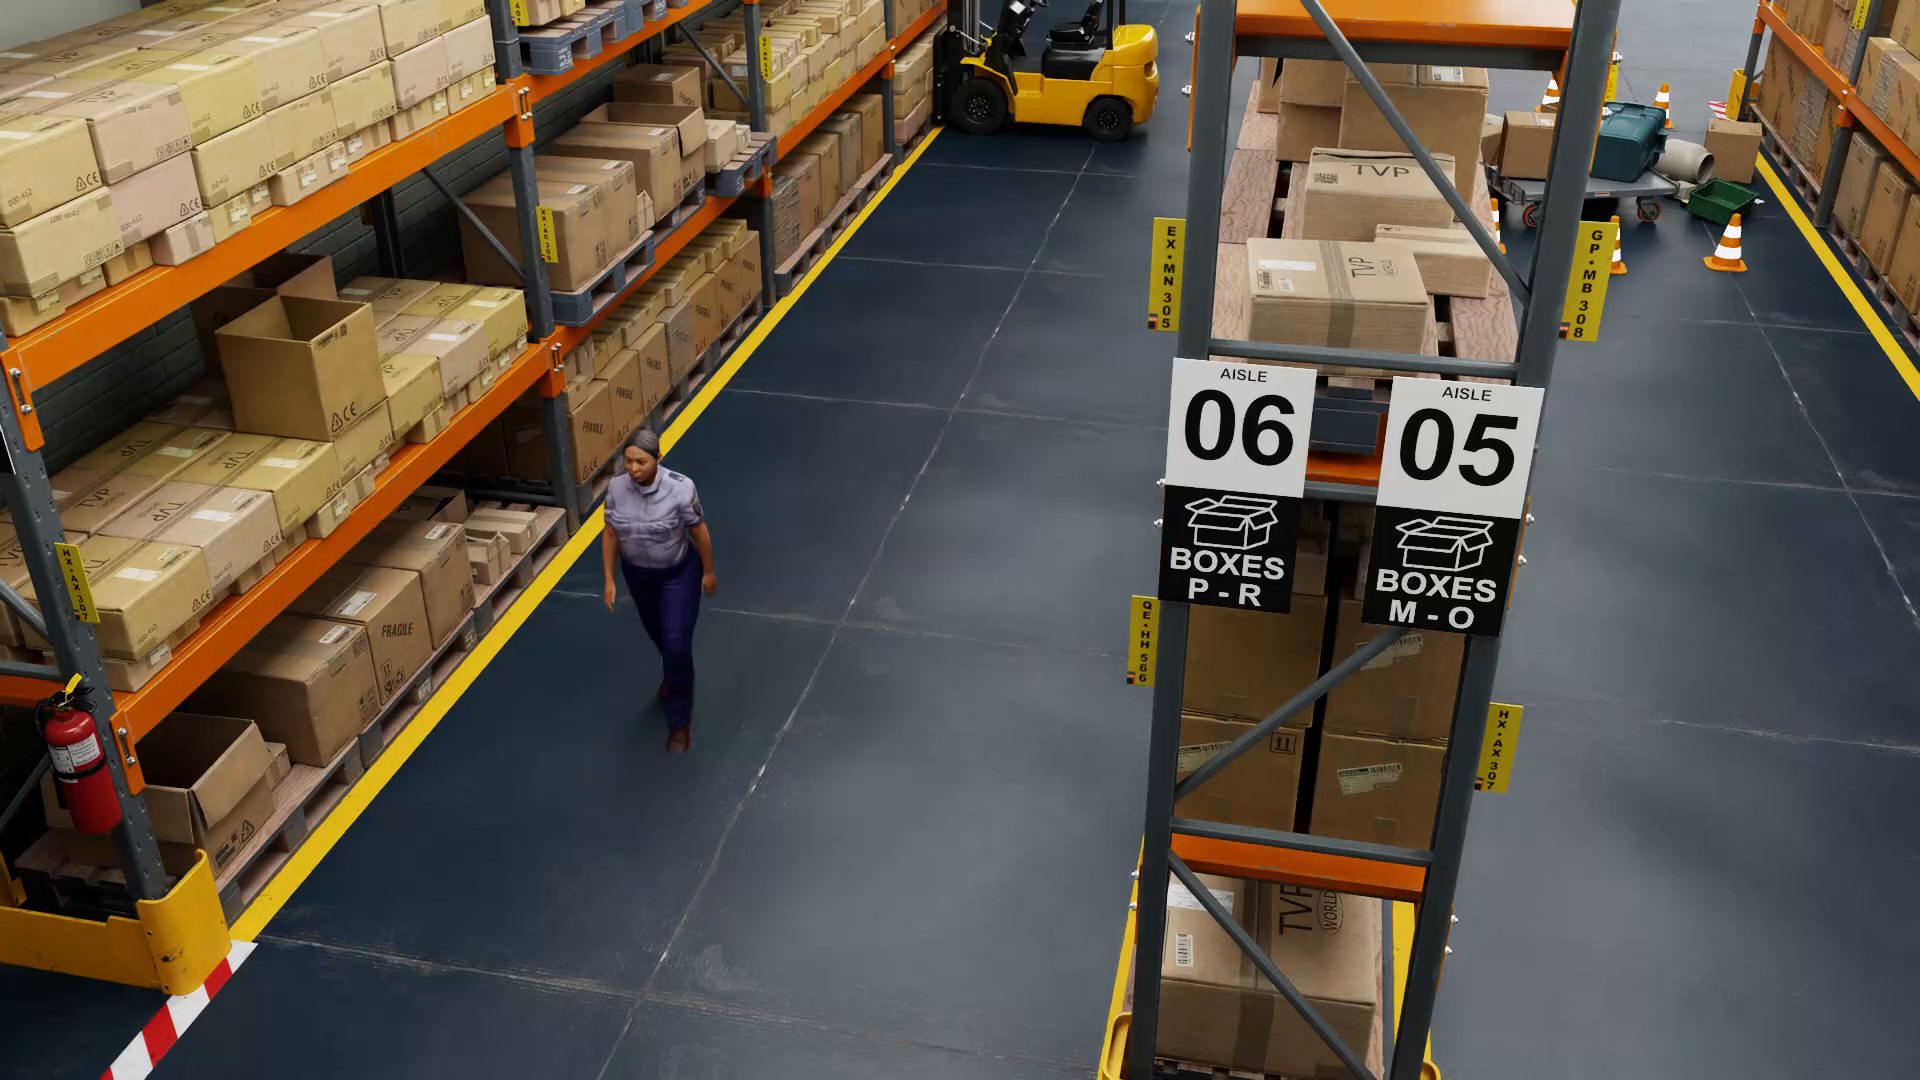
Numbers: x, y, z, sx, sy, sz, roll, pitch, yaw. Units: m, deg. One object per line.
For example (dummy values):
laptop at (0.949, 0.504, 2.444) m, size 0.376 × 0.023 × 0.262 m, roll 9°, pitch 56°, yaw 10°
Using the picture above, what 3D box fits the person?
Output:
person at (-1.496, 0.214, 8.300) m, size 0.509 × 1.709 × 0.709 m, roll 8°, pitch 30°, yaw 14°
